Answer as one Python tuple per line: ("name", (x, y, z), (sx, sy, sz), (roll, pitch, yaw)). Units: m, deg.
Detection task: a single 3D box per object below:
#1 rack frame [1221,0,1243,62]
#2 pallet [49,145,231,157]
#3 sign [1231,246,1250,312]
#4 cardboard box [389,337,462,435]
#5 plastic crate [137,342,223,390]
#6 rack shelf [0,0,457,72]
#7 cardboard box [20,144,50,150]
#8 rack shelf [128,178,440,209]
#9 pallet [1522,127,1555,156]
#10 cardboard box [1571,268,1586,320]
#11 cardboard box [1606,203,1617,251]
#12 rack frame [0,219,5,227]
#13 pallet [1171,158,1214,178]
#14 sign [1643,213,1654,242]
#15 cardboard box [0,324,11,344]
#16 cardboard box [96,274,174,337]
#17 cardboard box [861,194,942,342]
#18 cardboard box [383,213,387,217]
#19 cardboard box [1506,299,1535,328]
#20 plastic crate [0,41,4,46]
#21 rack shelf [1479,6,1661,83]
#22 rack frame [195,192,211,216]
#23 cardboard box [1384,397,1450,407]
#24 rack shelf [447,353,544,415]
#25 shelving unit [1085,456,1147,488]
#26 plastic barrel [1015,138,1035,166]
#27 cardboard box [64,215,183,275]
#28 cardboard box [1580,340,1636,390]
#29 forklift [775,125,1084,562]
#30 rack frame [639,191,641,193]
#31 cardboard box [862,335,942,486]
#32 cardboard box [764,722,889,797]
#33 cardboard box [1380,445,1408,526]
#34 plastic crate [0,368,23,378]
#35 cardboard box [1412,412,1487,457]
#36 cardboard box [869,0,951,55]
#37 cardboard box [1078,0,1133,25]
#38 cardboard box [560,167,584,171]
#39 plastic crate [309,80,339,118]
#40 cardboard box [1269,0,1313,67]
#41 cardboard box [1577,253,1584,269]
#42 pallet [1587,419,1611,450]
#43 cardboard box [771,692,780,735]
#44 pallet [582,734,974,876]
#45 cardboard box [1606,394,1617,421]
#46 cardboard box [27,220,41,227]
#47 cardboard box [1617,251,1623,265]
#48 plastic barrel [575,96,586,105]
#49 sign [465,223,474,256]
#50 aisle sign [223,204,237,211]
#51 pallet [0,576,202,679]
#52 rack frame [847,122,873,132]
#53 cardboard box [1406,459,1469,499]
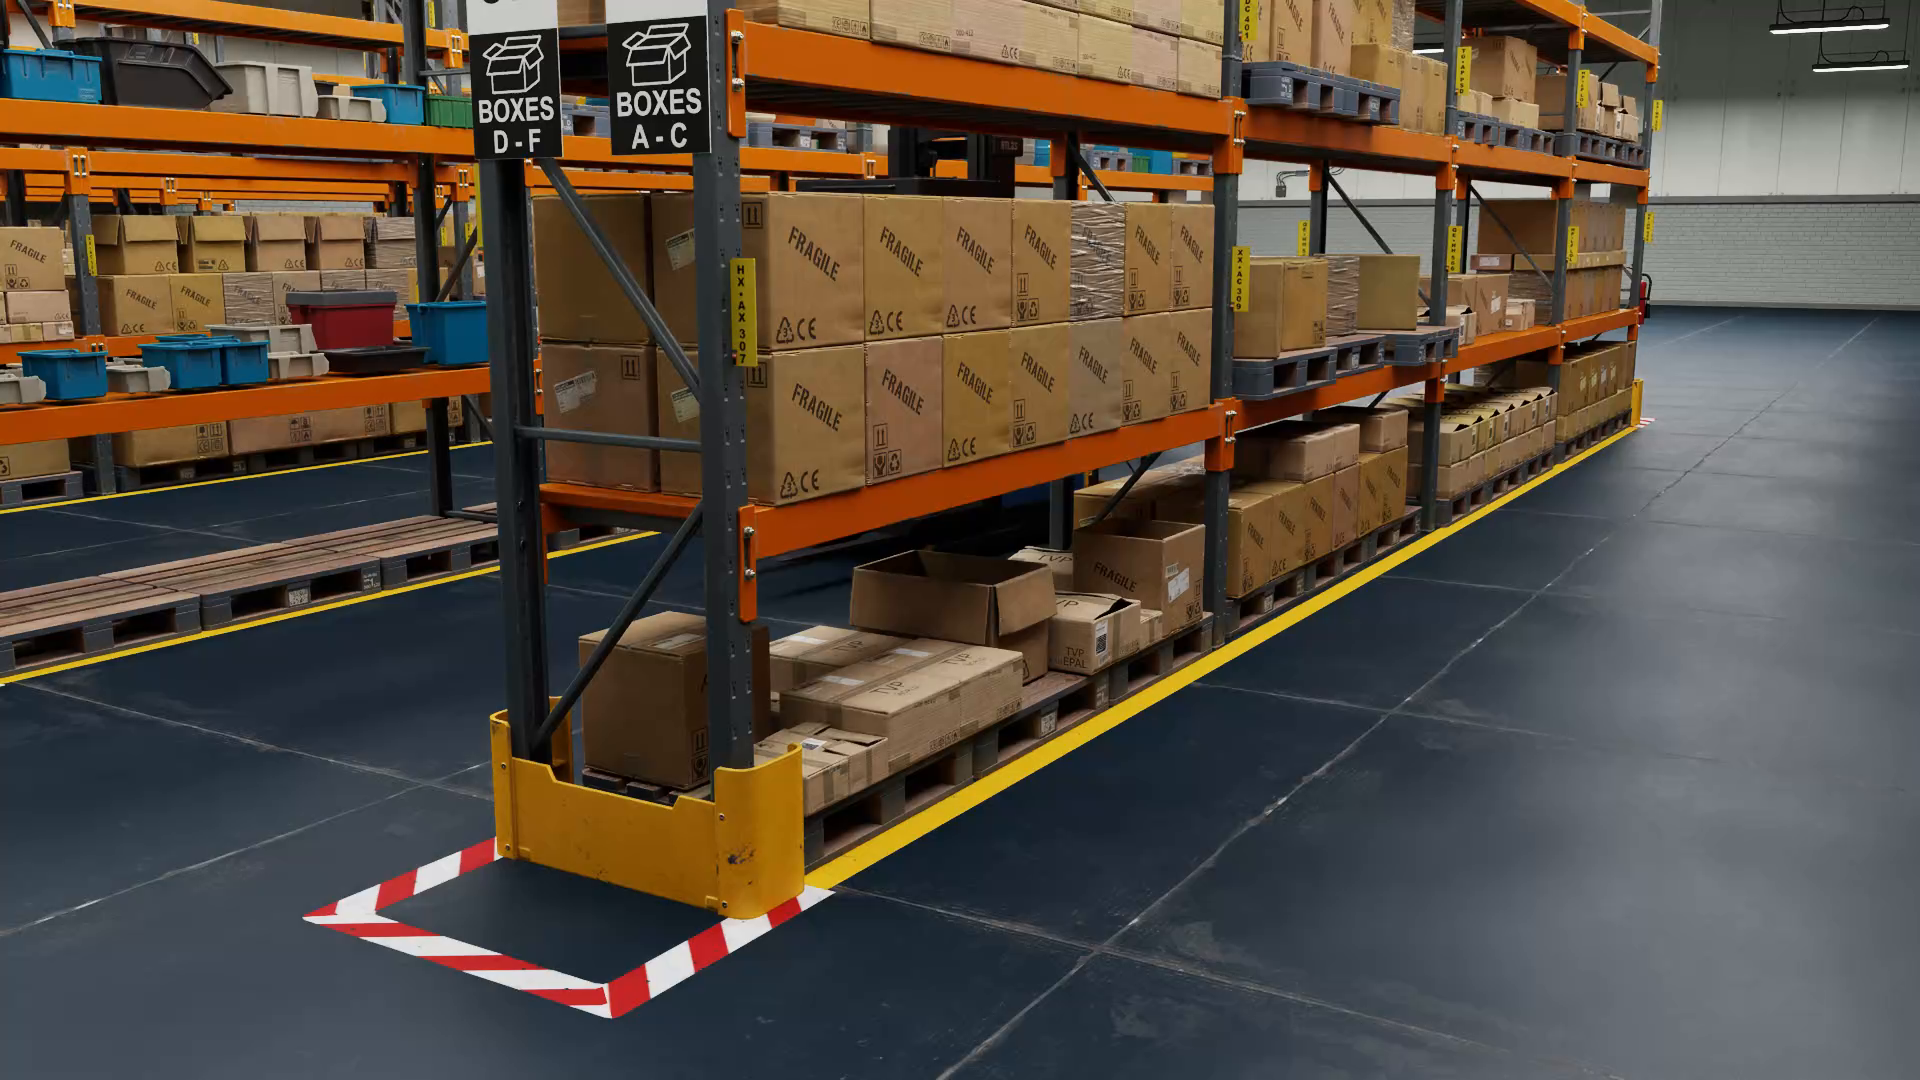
("rack frame", (0.951, -3.897, 8.233), (1.000, 3.000, 0.127), (6, 12, 31))
("pallet", (-7.080, -3.425, 14.380), (0.805, 0.209, 1.217), (6, 12, 28))
("sign", (1.419, -1.324, 8.434), (0.100, 0.325, 0.005), (6, 12, 31))
("cardboard box", (-5.813, -1.580, 16.791), (1.225, 0.875, 0.875), (6, 12, 28))
("plastic crate", (-4.264, -0.955, 9.111), (0.416, 0.233, 0.300), (6, 12, 31))
("rack shelf", (-6.475, -4.609, 15.074), (1.077, 0.370, 4.000), (6, 12, 31))
("cardboard box", (-10.215, -4.266, 18.080), (0.500, 0.500, 0.500), (6, 12, 31))
("rack shelf", (-8.585, -4.450, 21.290), (1.077, 0.370, 4.000), (6, 12, 31))
("pallet", (4.657, -3.447, 14.499), (0.805, 0.209, 1.217), (6, 12, 28))
("cardboard box", (5.861, -2.488, 16.738), (0.700, 0.500, 0.500), (7, 12, 32))
("cardboard box", (6.632, -3.359, 17.862), (0.700, 0.500, 0.500), (6, 12, 29))
("rack frame", (-16.074, -4.574, 28.151), (1.000, 3.000, 0.127), (6, 12, 31))
("pallet", (2.436, -4.571, 20.493), (1.003, 0.211, 1.213), (6, 12, 31))
("sign", (7.638, -3.467, 18.449), (0.100, 0.325, 0.005), (6, 12, 31))
("cardboard box", (-7.659, -1.612, 13.011), (0.380, 0.149, 0.250), (6, 12, 30))
("cardboard box", (-7.061, -1.993, 14.093), (0.500, 0.500, 0.500), (6, 12, 31))
("cardboard box", (-0.405, -0.988, 6.004), (0.500, 0.500, 0.500), (7, 12, 31))
("cardboard box", (-9.832, -5.315, 28.312), (0.700, 0.500, 0.500), (6, 12, 29))
("cardboard box", (4.886, -2.052, 15.083), (0.500, 0.250, 0.500), (7, 13, 34))
("plastic crate", (-4.919, -2.237, 7.872), (0.497, 0.269, 0.590), (6, 12, 31))
("rack shelf", (6.143, -4.920, 16.736), (1.077, 0.370, 4.000), (6, 12, 31))
("rack frame", (-11.830, -4.101, 25.621), (1.000, 3.000, 0.127), (6, 12, 31))
("cardboard box", (3.880, -1.054, 14.156), (0.500, 0.311, 0.500), (7, 13, 32))
("rack shelf", (-2.242, -1.383, 13.062), (1.077, 0.370, 4.000), (6, 12, 31))
("shelving unit", (0.952, -0.940, 12.812), (0.587, 1.500, 1.083), (8, 13, 38))
("plastic barrel", (0.455, -4.198, 16.626), (0.600, 0.901, 0.600), (0, 11, 0))
("cardboard box", (-7.189, -2.539, 14.282), (0.797, 0.503, 0.637), (6, 12, 29))
("cardboard box", (7.157, -1.947, 18.408), (0.500, 0.500, 0.500), (6, 12, 31))
("forklift", (-0.390, -1.351, 11.118), (1.130, 2.935, 3.031), (8, 13, 38))
("rack frame", (-5.470, -4.273, 26.540), (1.000, 3.000, 0.127), (6, 12, 31))
("cardboard box", (-0.407, -0.495, 6.089), (0.500, 0.500, 0.500), (6, 12, 30))
("cardboard box", (-0.485, 0.784, 6.031), (0.380, 0.166, 0.250), (6, 12, 31))
("cardboard box", (2.743, -0.396, 11.429), (0.500, 0.500, 0.500), (7, 13, 33))
("plastic crate", (-5.089, -0.839, 8.751), (0.396, 0.136, 0.243), (6, 12, 31))
("cardboard box", (3.816, -0.846, 13.043), (0.500, 0.311, 0.500), (6, 12, 29))
("cardboard box", (-0.371, -1.854, 5.877), (0.500, 0.250, 0.500), (6, 12, 31))
("cardboard box", (0.406, -2.336, 7.092), (0.500, 0.250, 0.500), (6, 12, 31))
("cardboard box", (-4.450, -4.137, 18.074), (0.500, 0.250, 0.500), (7, 13, 32))
("plastic crate", (-4.160, -2.663, 10.148), (0.497, 0.269, 0.590), (6, 12, 31))
("cardboard box", (1.603, -2.907, 9.410), (0.600, 0.600, 0.600), (6, 12, 30))
("cardboard box", (5.939, -2.759, 16.422), (0.380, 0.149, 0.250), (6, 12, 29))
("pallet", (6.186, -1.150, 17.437), (1.003, 0.211, 1.213), (6, 12, 31))
("cardboard box", (-0.767, 0.693, 6.521), (0.380, 0.166, 0.250), (6, 12, 31))
("pallet", (-0.673, 0.914, 6.415), (1.003, 0.211, 1.213), (6, 12, 31))
("cardboard box", (6.648, -1.420, 17.631), (0.500, 0.250, 0.500), (6, 12, 31))
("cardboard box", (-13.299, -4.476, 23.644), (0.380, 0.149, 0.250), (6, 12, 28))
("cardboard box", (7.011, -3.084, 18.158), (0.380, 0.149, 0.250), (7, 13, 32))
("plastic barrel", (-2.980, -3.359, 11.854), (0.600, 0.588, 0.600), (0, 11, 0))
("sign", (-4.961, -3.041, 16.816), (0.100, 0.325, 0.005), (6, 12, 31))
("aisle sign", (-13.712, -6.463, 31.177), (0.394, 0.787, 0.004), (6, 12, 31))
("pallet", (-4.896, 0.451, 8.885), (1.003, 0.211, 1.213), (6, 12, 31))
("rack frame", (-1.204, -5.000, 14.124), (1.000, 3.000, 0.127), (6, 12, 31))
("cardboard box", (3.551, -0.487, 12.649), (0.500, 0.250, 0.500), (6, 12, 30))
